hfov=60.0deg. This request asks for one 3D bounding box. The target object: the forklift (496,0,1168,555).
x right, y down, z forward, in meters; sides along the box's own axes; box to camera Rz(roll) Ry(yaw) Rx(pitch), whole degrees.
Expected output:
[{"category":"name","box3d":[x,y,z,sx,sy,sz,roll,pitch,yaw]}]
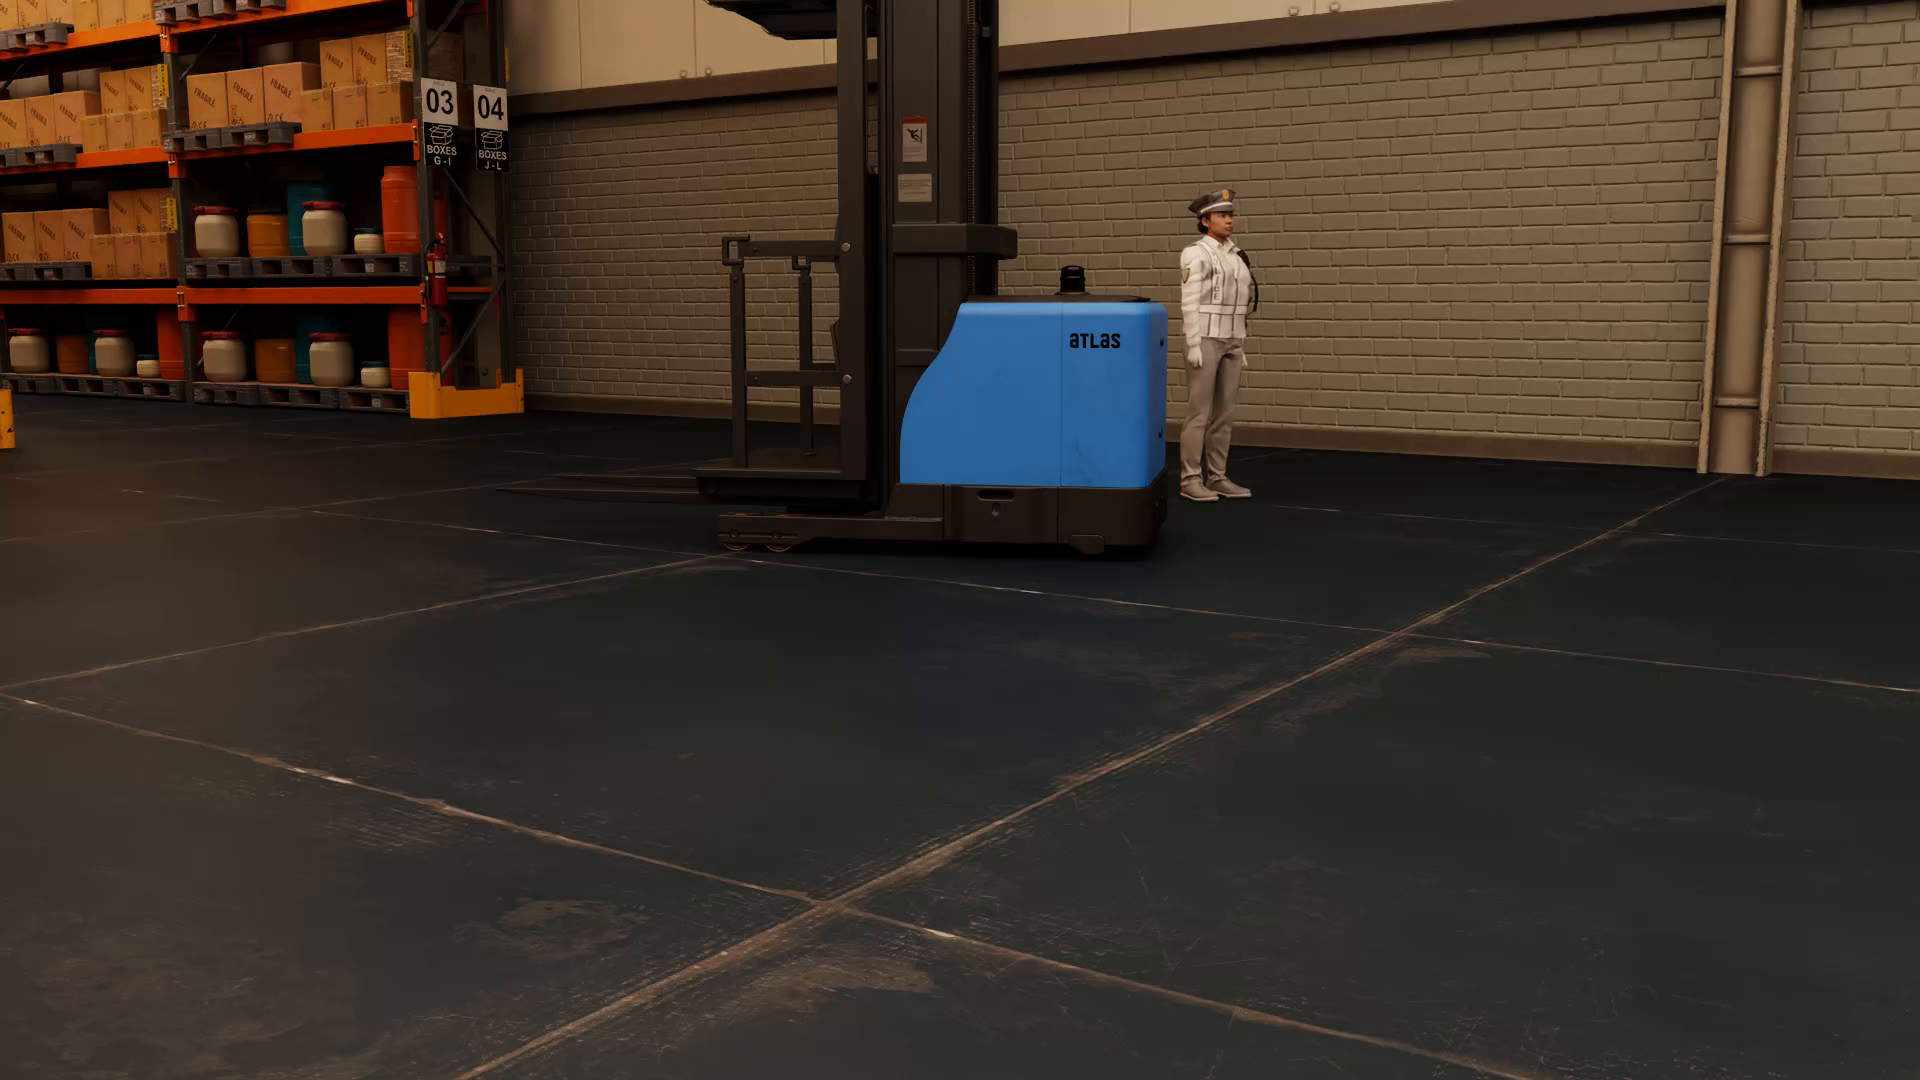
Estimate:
[{"category":"forklift","box3d":[-0.596,-1.469,7.520,3.031,2.935,1.130,2,8,12]}]

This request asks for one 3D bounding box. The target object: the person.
[{"category":"person","box3d":[1.409,-1.072,9.148,0.459,1.694,0.351,-7,11,-41]}]
